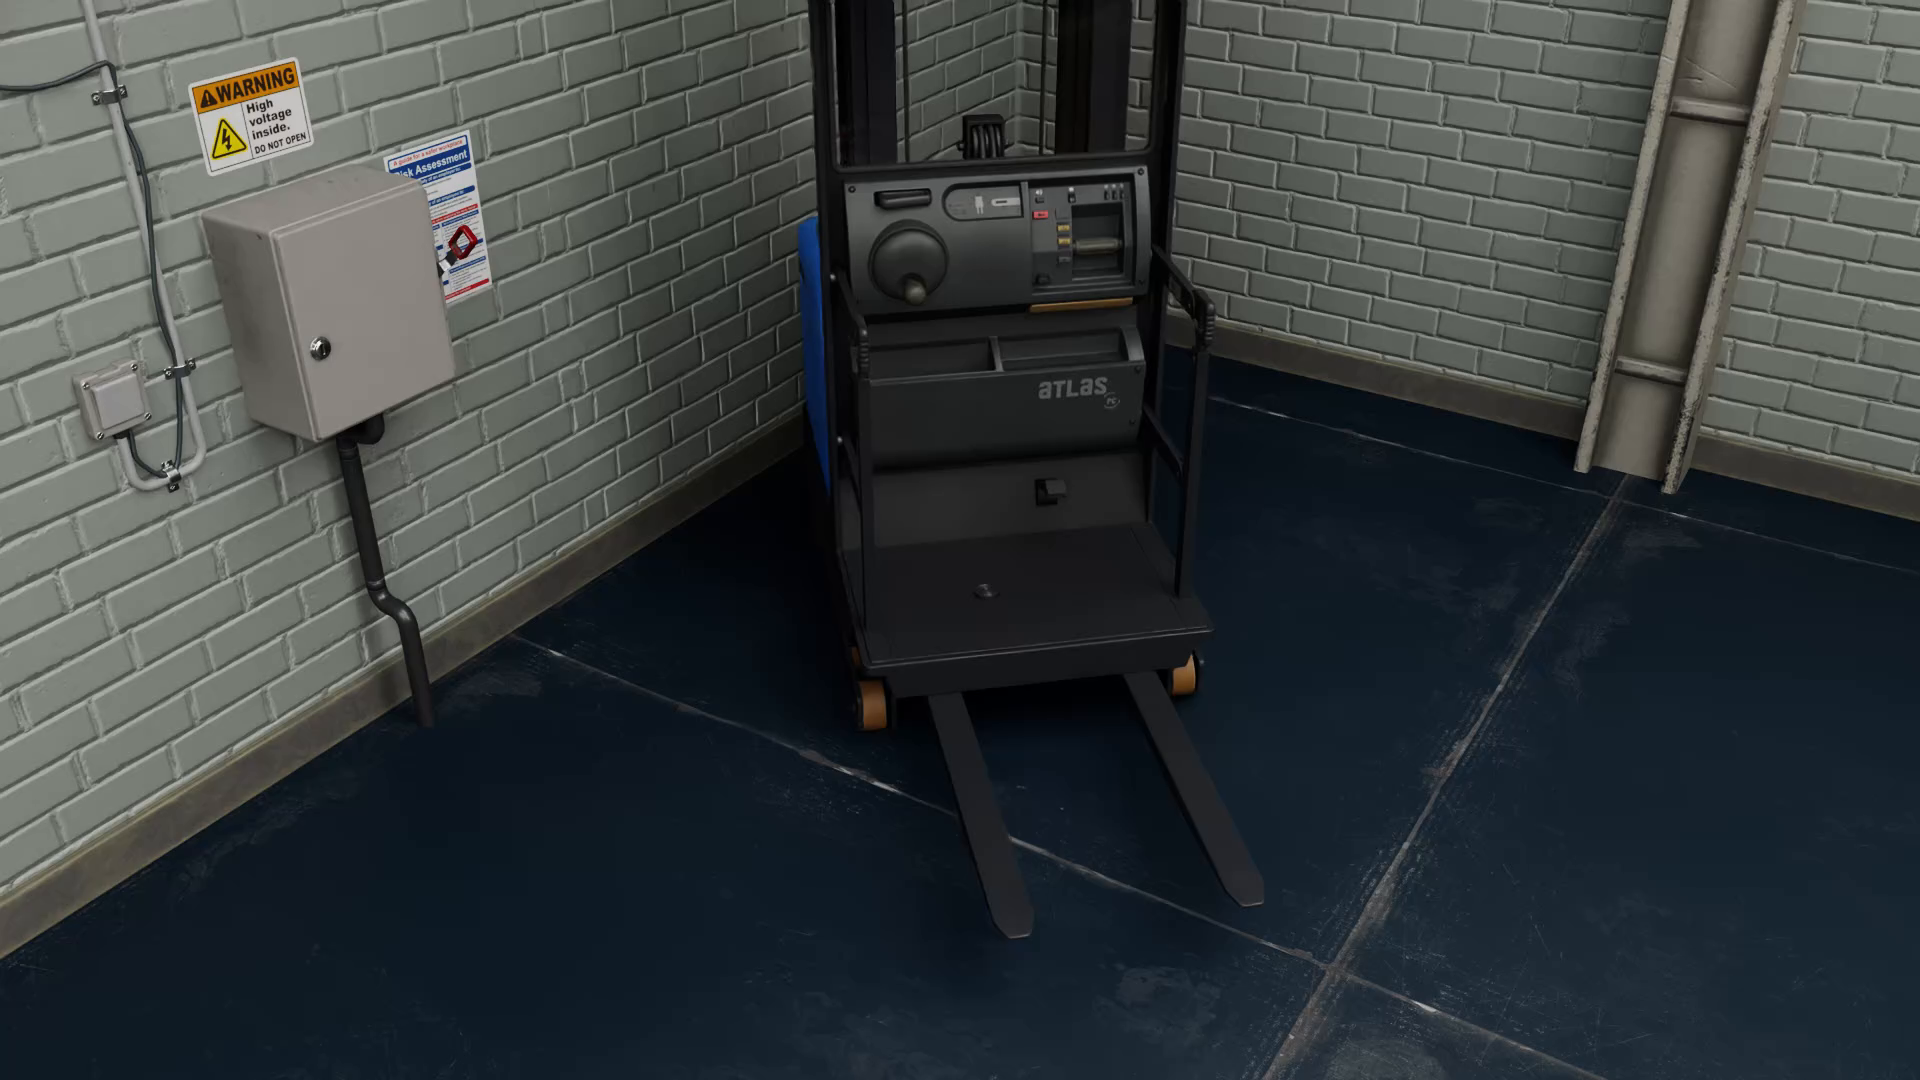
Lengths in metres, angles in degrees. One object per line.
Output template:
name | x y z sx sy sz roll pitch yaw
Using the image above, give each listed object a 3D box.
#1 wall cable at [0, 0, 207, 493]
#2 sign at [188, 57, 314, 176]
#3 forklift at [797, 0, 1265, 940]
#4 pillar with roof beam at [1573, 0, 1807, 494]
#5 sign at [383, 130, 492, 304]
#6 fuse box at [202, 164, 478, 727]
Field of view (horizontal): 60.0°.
wall cable | -2.144 -0.914 3.831 0.122 1.984 0.588 18 35 27
sign | -1.853 -1.113 4.361 0.001 0.242 0.339 18 35 27
forklift | 0.162 -0.867 4.828 1.130 2.935 3.031 -5 31 -9
pillar with roof beam | 0.442 -2.346 1.342 0.400 9.000 9.100 18 35 27
sign | -1.561 -0.949 4.995 0.001 0.494 0.329 18 35 27
fuse box | -1.648 -0.167 4.839 0.414 1.711 0.539 18 35 27
